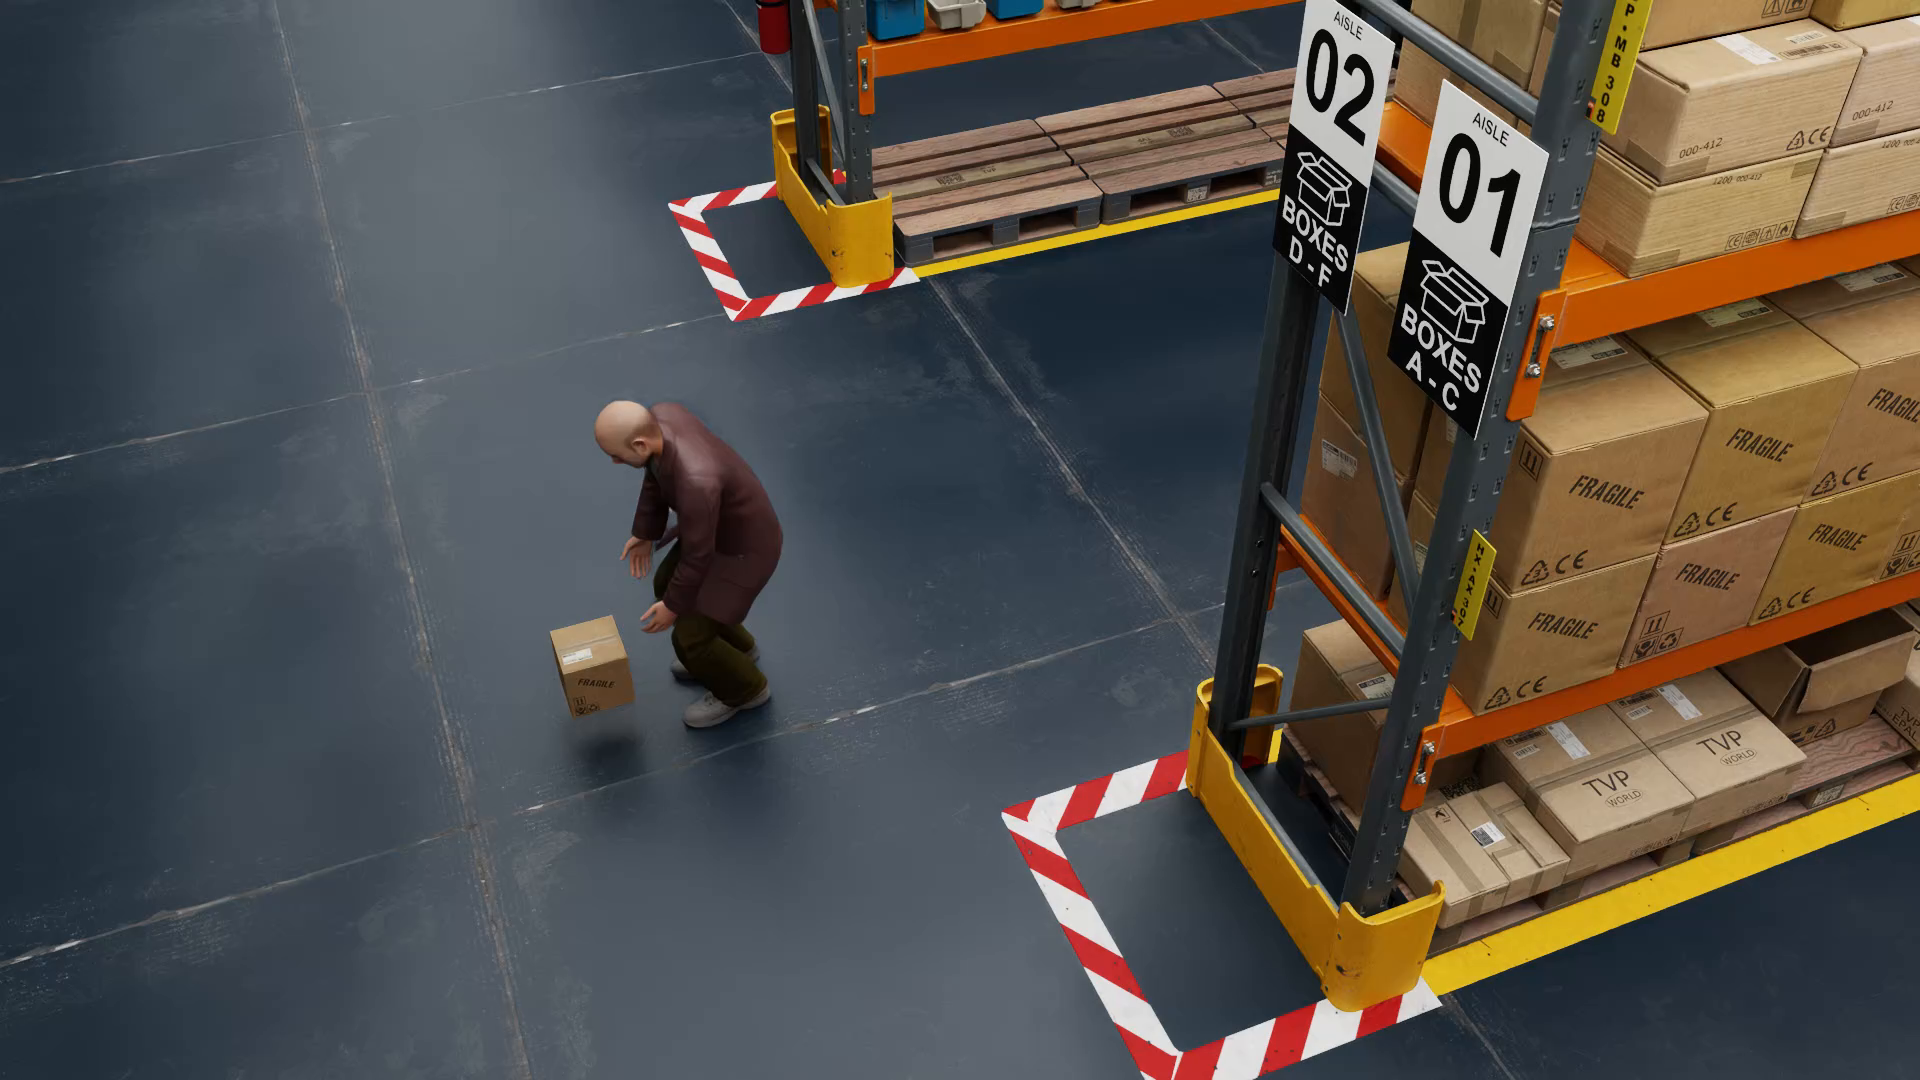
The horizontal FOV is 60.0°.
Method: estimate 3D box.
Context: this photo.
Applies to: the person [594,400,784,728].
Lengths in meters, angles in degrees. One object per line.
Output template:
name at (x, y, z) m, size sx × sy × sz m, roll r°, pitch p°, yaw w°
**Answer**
person at (-0.976, 0.055, 6.299) m, size 0.635 × 1.532 × 0.628 m, roll -15°, pitch 43°, yaw -16°
